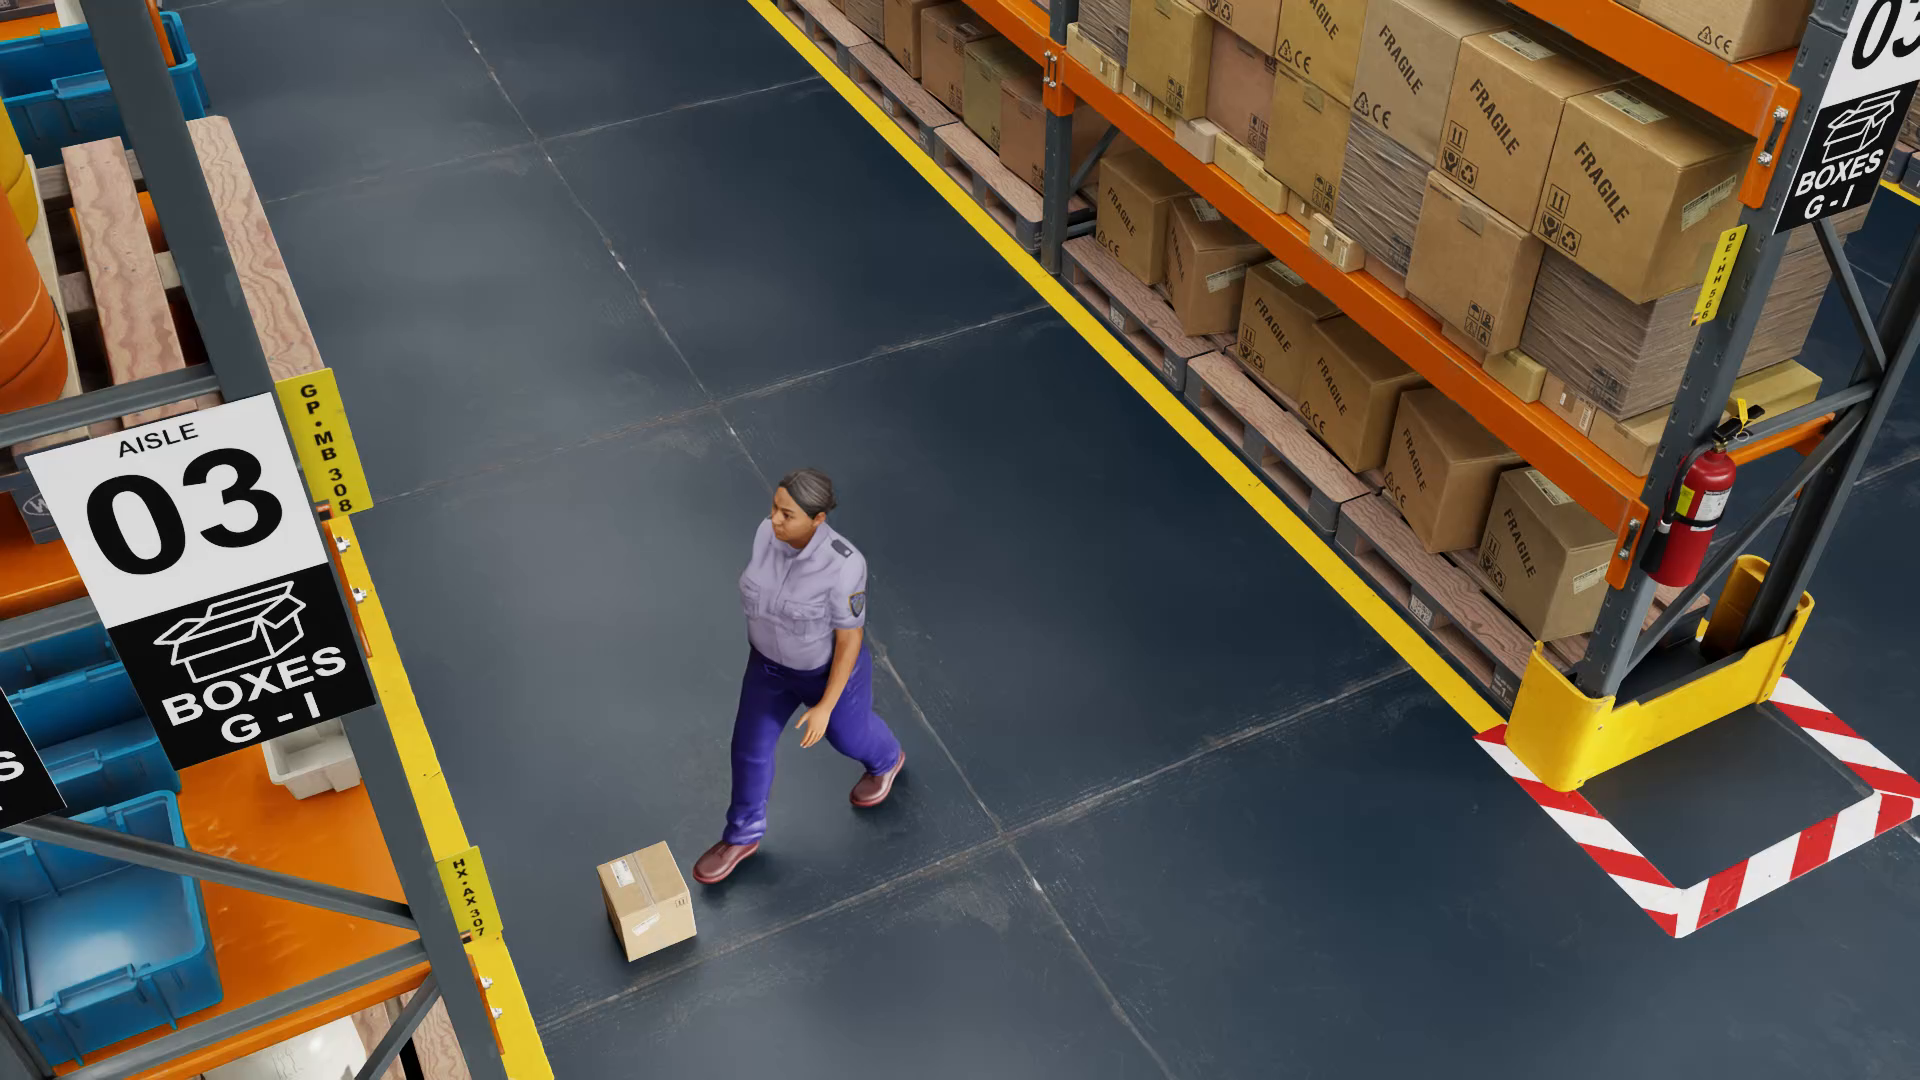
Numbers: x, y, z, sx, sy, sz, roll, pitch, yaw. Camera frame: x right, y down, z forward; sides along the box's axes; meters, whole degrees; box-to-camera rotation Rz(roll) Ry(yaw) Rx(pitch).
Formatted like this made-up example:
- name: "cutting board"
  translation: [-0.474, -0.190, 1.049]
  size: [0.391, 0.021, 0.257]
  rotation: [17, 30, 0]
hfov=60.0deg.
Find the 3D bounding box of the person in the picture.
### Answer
- name: "person"
  translation: [-0.558, 0.468, 5.639]
  size: [0.484, 1.601, 0.889]
  rotation: [22, 46, 23]
